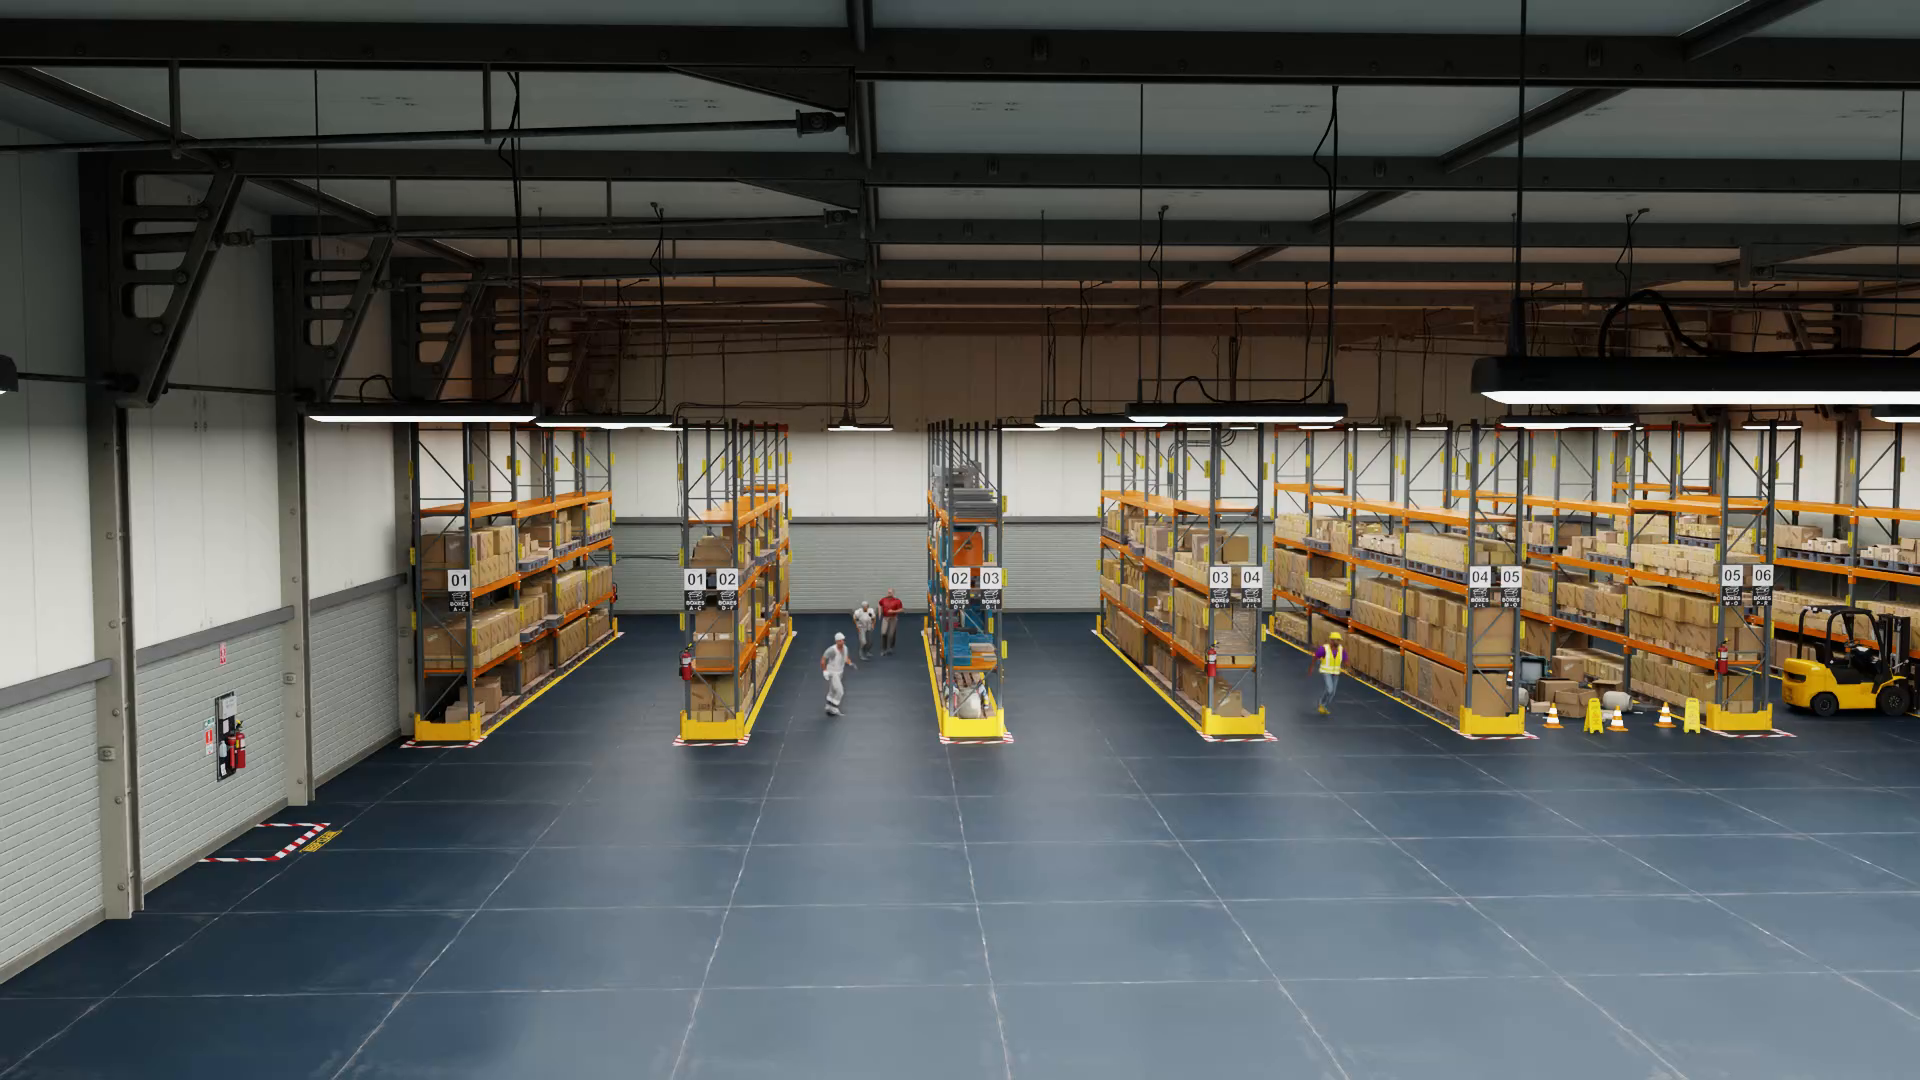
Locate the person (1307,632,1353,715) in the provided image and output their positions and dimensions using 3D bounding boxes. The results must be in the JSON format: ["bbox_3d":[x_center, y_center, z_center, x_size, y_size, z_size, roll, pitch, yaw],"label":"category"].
[{"bbox_3d":[7.518,2.700,33.594,0.685,1.707,0.821,-1,4,-19],"label":"person"}]

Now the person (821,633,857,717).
[{"bbox_3d":[-2.476,2.731,33.747,0.843,1.737,0.674,2,4,28],"label":"person"}]

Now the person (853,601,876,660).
[{"bbox_3d":[-2.408,2.273,42.193,0.672,1.532,0.848,-2,4,-31],"label":"person"}]

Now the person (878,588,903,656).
[{"bbox_3d":[-1.812,2.129,43.025,0.670,1.764,0.675,0,4,6],"label":"person"}]
